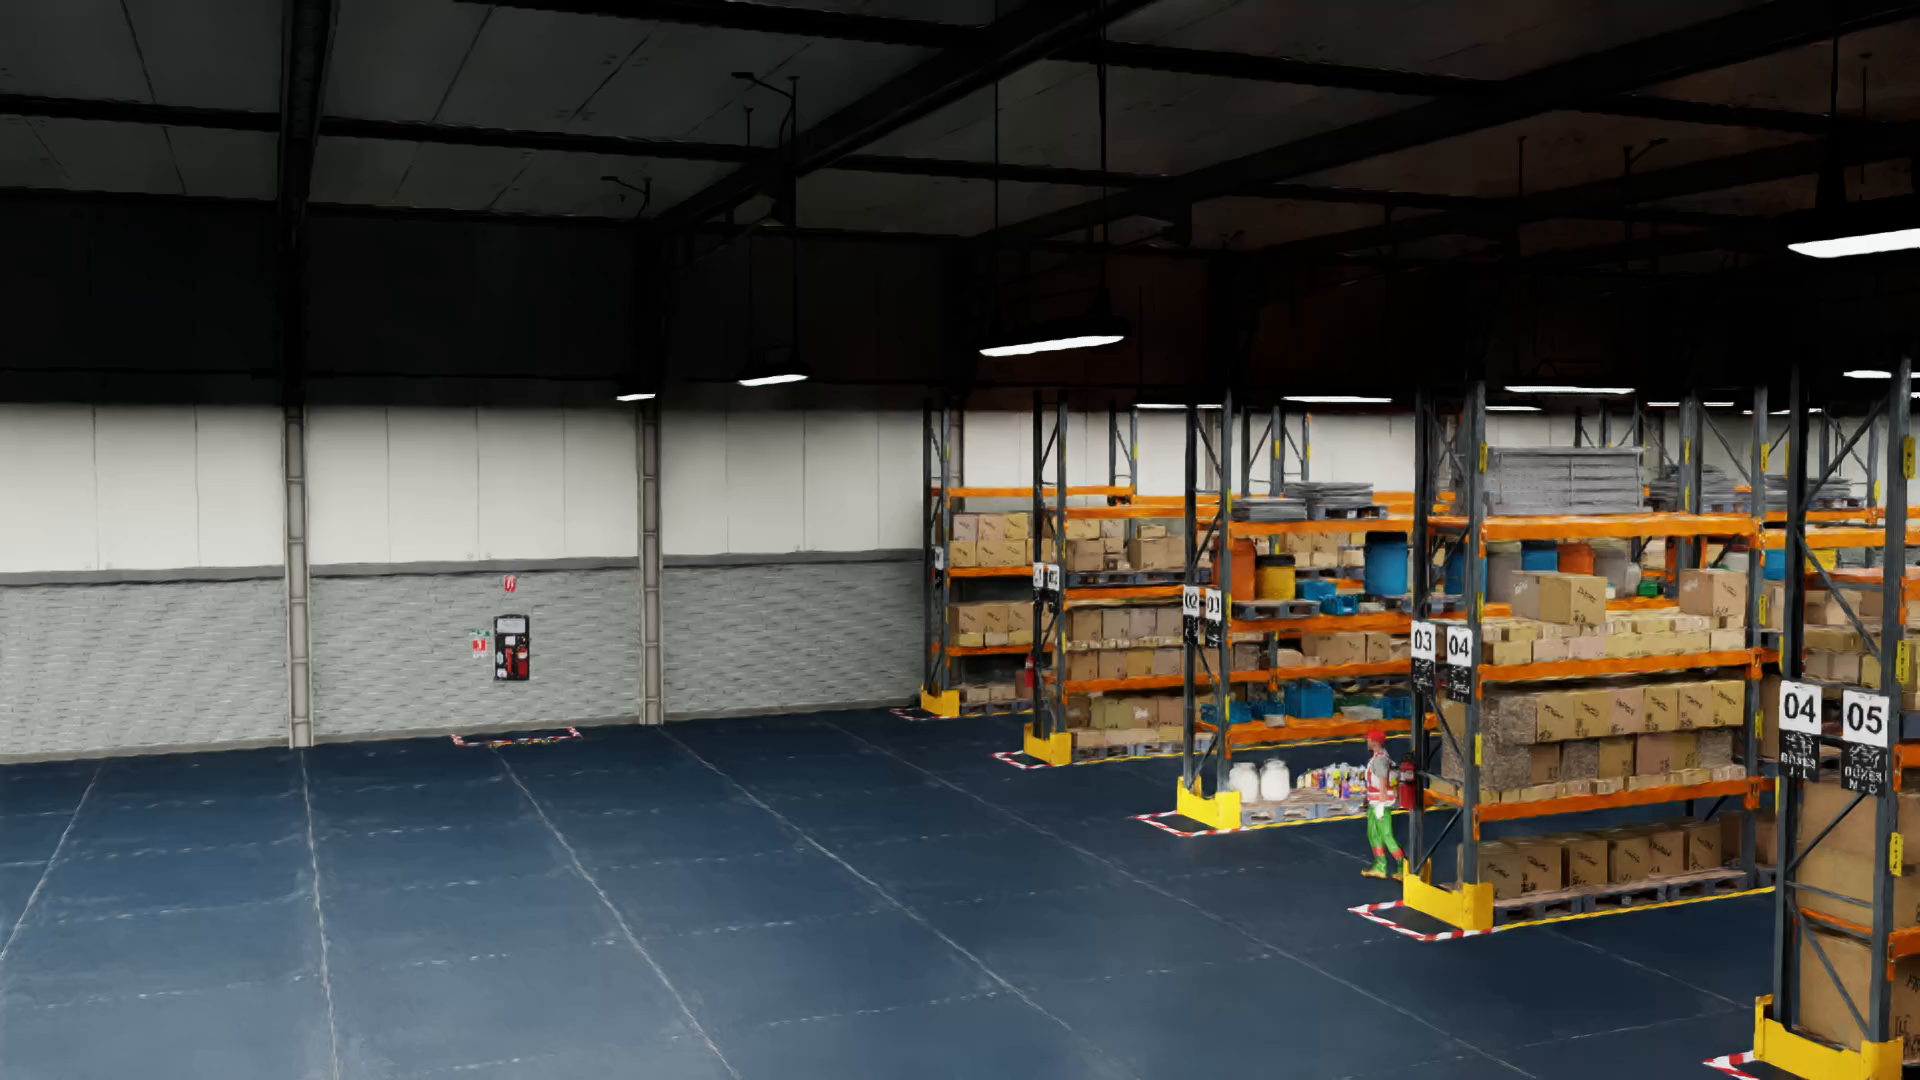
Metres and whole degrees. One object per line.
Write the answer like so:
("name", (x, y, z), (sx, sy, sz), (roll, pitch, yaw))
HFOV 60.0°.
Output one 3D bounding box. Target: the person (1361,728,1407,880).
("person", (5.054, 3.122, 19.701), (0.573, 1.774, 0.575), (1, 3, 13))
